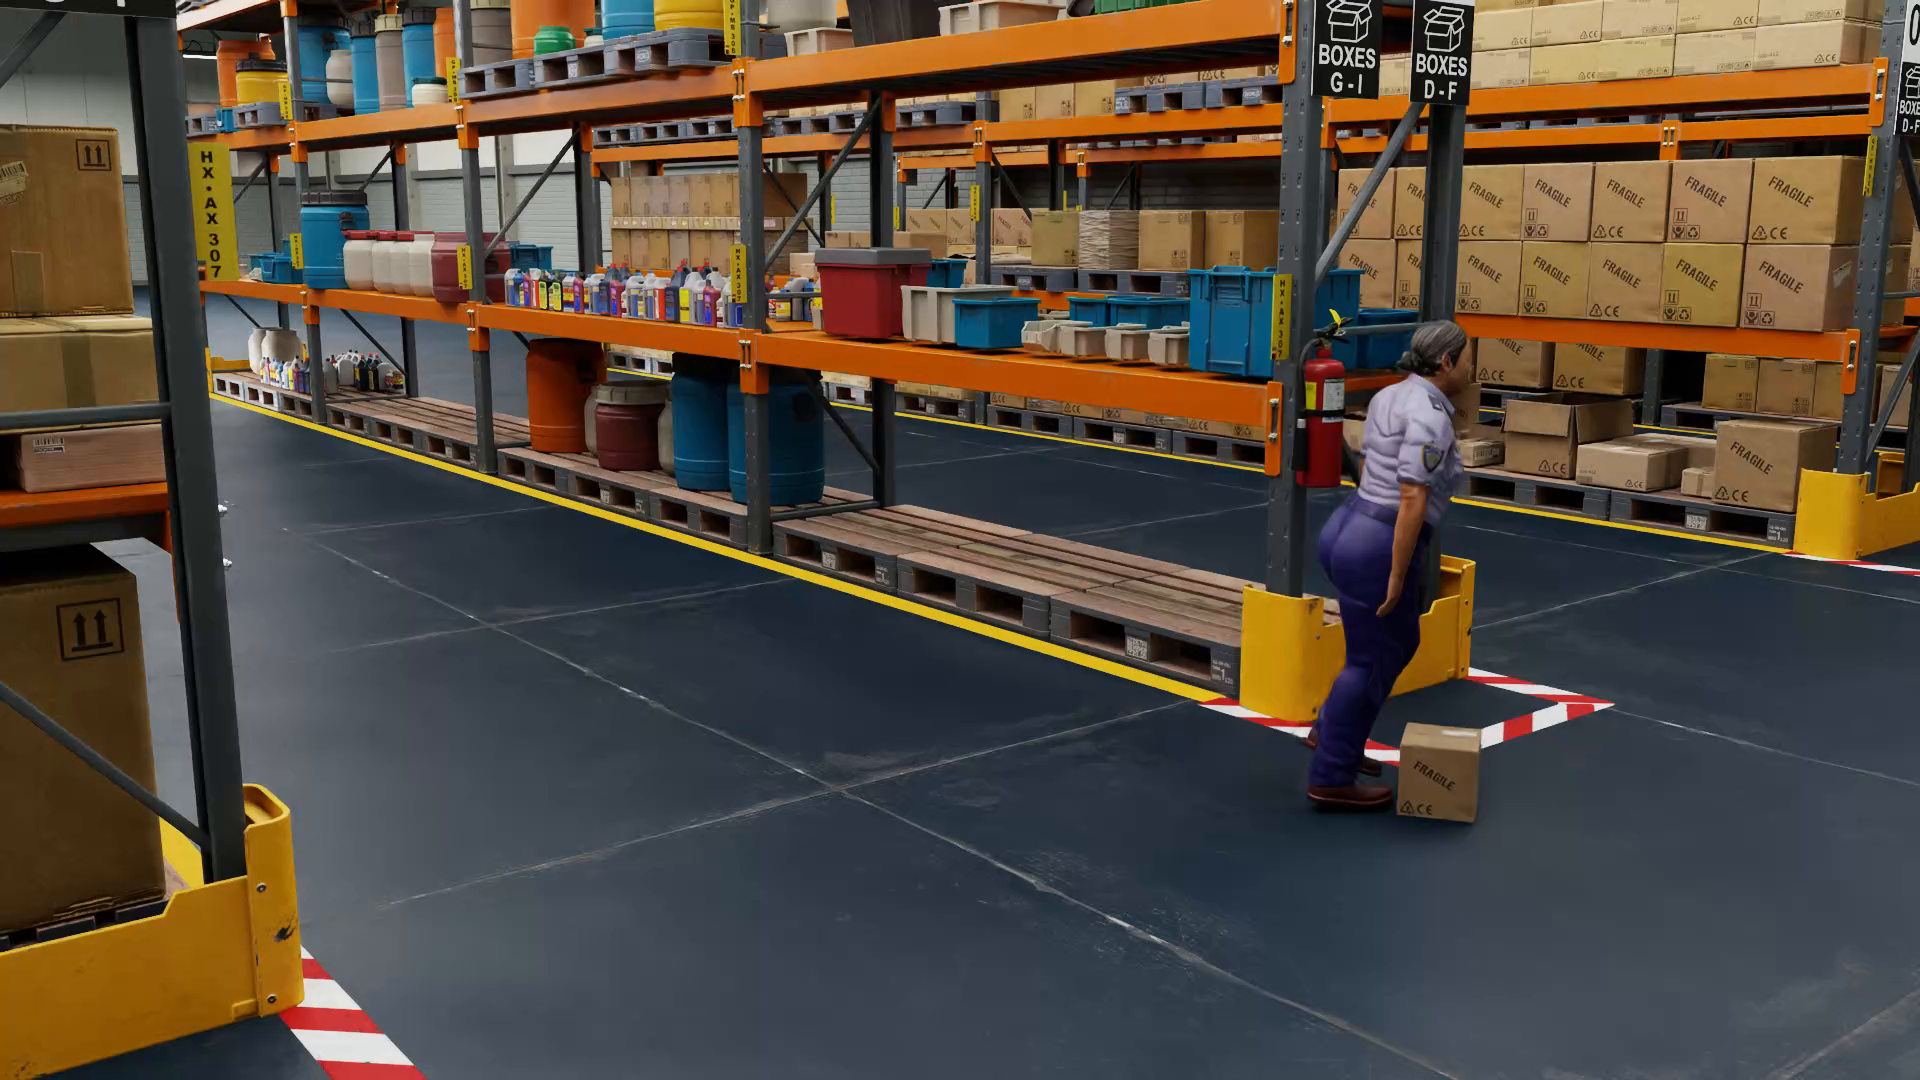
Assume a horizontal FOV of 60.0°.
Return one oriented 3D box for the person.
[{"bbox_3d":[1.419,0.078,5.558,0.521,1.618,0.504,-1,11,-6],"label":"person"}]
